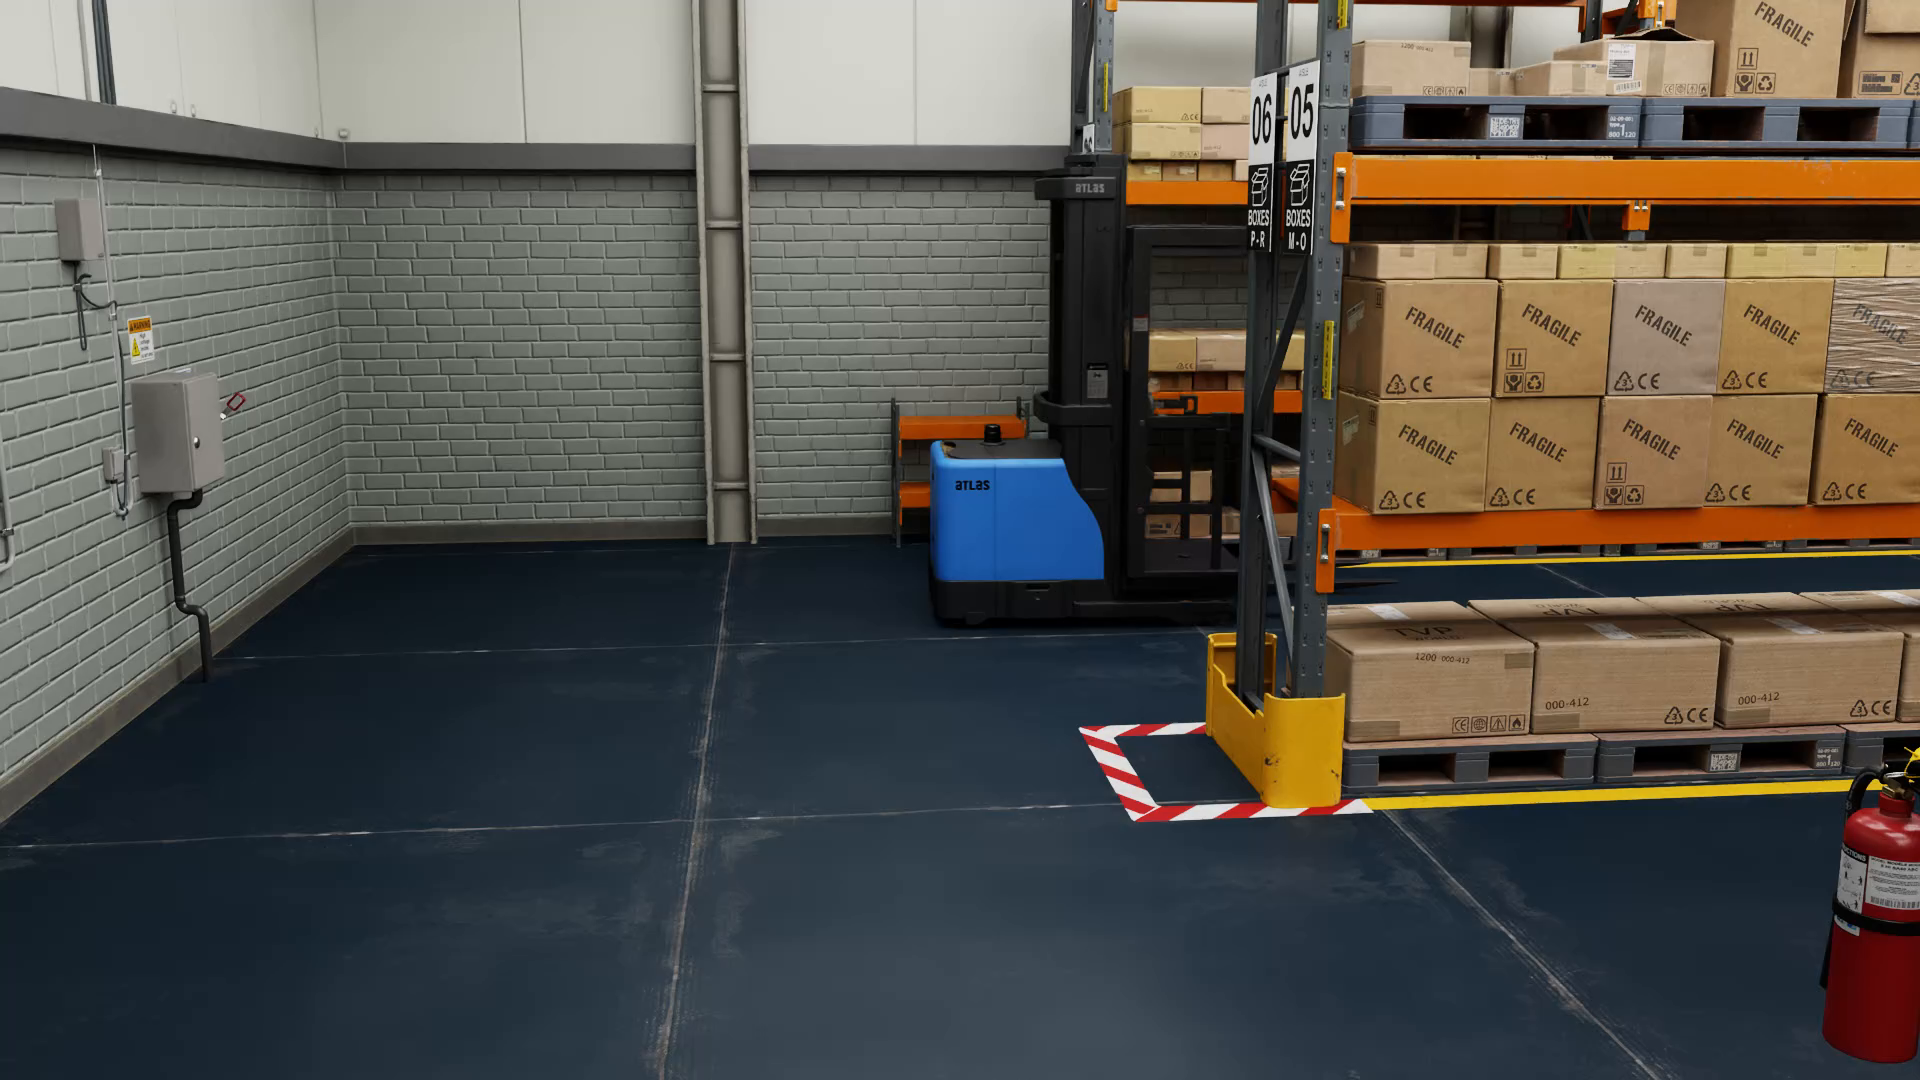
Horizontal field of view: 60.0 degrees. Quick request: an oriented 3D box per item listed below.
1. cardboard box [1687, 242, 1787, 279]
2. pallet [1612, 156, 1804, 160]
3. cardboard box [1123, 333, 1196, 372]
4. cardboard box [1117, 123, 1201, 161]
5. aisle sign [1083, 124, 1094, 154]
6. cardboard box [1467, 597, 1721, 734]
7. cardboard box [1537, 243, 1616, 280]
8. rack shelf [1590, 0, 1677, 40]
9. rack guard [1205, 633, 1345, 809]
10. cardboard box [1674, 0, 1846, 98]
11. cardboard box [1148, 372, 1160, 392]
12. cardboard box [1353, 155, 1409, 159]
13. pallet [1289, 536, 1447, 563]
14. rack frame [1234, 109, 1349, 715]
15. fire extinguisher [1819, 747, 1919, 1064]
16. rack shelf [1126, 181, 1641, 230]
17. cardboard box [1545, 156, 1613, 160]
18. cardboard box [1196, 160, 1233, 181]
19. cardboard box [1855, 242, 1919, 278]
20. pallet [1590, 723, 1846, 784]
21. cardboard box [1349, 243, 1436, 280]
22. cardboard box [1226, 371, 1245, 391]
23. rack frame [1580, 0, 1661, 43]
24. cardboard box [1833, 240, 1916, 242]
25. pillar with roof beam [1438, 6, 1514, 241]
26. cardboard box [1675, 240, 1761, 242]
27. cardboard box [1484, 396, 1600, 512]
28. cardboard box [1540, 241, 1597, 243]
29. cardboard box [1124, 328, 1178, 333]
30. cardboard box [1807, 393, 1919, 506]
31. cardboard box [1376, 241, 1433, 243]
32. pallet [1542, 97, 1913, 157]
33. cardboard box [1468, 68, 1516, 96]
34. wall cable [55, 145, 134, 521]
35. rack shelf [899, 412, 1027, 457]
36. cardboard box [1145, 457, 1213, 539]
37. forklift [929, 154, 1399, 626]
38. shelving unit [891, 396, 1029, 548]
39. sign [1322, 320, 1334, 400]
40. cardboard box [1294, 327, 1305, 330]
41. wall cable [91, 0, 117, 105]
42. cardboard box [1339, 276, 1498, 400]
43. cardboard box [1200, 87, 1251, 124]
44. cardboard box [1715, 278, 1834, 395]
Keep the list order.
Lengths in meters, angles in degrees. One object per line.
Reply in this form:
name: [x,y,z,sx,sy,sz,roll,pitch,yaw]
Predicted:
cardboard box: [3.422,-1.237,7.353,0.250,0.149,0.380,-1,11,-7]
pallet: [5.586,-2.816,12.626,1.003,0.211,1.213,-1,11,-6]
cardboard box: [1.433,-1.383,12.243,0.500,0.250,0.500,-1,11,-6]
cardboard box: [1.424,-2.854,11.949,0.500,0.250,0.500,-1,11,-7]
aisle sign: [0.917,-2.570,11.928,0.004,0.787,0.394,-1,11,-6]
cardboard box: [3.047,0.597,8.110,0.875,0.438,0.875,-1,11,-5]
cardboard box: [2.659,-1.225,7.288,0.250,0.149,0.380,-2,11,-8]
rack shelf: [6.918,-3.872,12.637,4.000,0.370,1.077,-1,11,-6]
rack guard: [1.469,0.826,7.869,0.348,0.500,1.175,-1,11,-6]
cardboard box: [3.513,-2.190,7.349,0.500,0.500,0.500,-1,11,-5]
cardboard box: [1.310,-1.184,12.264,0.250,0.149,0.380,-1,11,-7]
cardboard box: [2.949,-2.892,12.143,0.500,0.250,0.500,-1,11,-7]
pallet: [3.031,-0.027,12.961,1.213,0.211,1.003,-1,11,-6]
rack frame: [1.493,-0.401,7.631,0.127,3.000,1.000,-1,11,-6]
fire extinguisher: [1.828,0.684,3.280,0.183,0.674,0.296,-1,11,-6]
rack shelf: [2.941,-2.513,12.464,4.000,0.370,1.077,-1,11,-6]
cardboard box: [4.477,-2.922,12.297,0.500,0.250,0.500,-1,11,-6]
cardboard box: [1.810,-2.676,12.078,0.250,0.149,0.380,-1,11,-6]
cardboard box: [4.180,-1.266,7.498,0.250,0.149,0.380,-1,11,-7]
pallet: [3.490,0.911,8.187,1.213,0.211,1.003,-1,11,-6]
cardboard box: [1.876,-1.213,7.230,0.250,0.149,0.380,-1,11,-5]
cardboard box: [2.073,-1.203,12.365,0.250,0.149,0.380,-1,11,-4]
rack frame: [4.930,-4.380,12.318,0.127,3.000,1.000,-1,11,-6]
cardboard box: [4.371,-1.370,8.028,0.250,0.149,0.380,-1,11,-6]
pillar with roof beam: [4.605,-3.712,8.924,0.400,9.000,9.100,-1,11,-6]
cardboard box: [3.612,-1.357,7.963,0.250,0.149,0.380,-1,11,-6]
cardboard box: [2.501,-0.421,7.473,0.500,0.500,0.500,-1,11,-7]
cardboard box: [2.848,-1.325,7.800,0.250,0.149,0.380,-1,11,-7]
cardboard box: [1.382,-1.485,12.766,0.500,0.250,0.500,-1,11,-4]
cardboard box: [4.027,-0.449,7.619,0.500,0.500,0.500,-1,11,-7]
cardboard box: [2.078,-1.315,7.746,0.250,0.149,0.380,-1,11,-5]
pallet: [3.445,-1.873,7.571,1.213,0.211,1.003,-1,11,-6]
cardboard box: [2.339,-2.055,7.573,0.250,0.149,0.380,-2,11,-10]
wall cable: [-4.275,-1.049,8.295,0.122,1.984,0.588,-1,11,-6]
rack shelf: [-0.006,-0.839,13.201,1.000,0.278,0.538,-1,11,-6]
cardboard box: [1.571,-0.328,12.645,0.637,0.503,0.797,-2,11,-8]
forklift: [1.325,-0.991,10.809,3.031,2.935,1.130,-1,11,-4]
shelving unit: [-0.006,-0.552,13.258,1.048,1.125,0.538,-1,11,-6]
sign: [1.547,-0.758,6.998,0.005,0.325,0.100,-1,11,-6]
cardboard box: [2.907,-1.516,12.922,0.500,0.250,0.500,-1,11,-6]
wall cable: [-4.474,-3.870,9.626,0.133,3.039,2.988,-1,11,-6]
cardboard box: [2.001,-0.896,7.298,0.500,0.500,0.500,-1,11,-7]
cardboard box: [1.929,-3.110,11.958,0.500,0.250,0.500,-1,11,-6]
cardboard box: [3.521,-0.931,7.475,0.500,0.500,0.500,-1,11,-6]
